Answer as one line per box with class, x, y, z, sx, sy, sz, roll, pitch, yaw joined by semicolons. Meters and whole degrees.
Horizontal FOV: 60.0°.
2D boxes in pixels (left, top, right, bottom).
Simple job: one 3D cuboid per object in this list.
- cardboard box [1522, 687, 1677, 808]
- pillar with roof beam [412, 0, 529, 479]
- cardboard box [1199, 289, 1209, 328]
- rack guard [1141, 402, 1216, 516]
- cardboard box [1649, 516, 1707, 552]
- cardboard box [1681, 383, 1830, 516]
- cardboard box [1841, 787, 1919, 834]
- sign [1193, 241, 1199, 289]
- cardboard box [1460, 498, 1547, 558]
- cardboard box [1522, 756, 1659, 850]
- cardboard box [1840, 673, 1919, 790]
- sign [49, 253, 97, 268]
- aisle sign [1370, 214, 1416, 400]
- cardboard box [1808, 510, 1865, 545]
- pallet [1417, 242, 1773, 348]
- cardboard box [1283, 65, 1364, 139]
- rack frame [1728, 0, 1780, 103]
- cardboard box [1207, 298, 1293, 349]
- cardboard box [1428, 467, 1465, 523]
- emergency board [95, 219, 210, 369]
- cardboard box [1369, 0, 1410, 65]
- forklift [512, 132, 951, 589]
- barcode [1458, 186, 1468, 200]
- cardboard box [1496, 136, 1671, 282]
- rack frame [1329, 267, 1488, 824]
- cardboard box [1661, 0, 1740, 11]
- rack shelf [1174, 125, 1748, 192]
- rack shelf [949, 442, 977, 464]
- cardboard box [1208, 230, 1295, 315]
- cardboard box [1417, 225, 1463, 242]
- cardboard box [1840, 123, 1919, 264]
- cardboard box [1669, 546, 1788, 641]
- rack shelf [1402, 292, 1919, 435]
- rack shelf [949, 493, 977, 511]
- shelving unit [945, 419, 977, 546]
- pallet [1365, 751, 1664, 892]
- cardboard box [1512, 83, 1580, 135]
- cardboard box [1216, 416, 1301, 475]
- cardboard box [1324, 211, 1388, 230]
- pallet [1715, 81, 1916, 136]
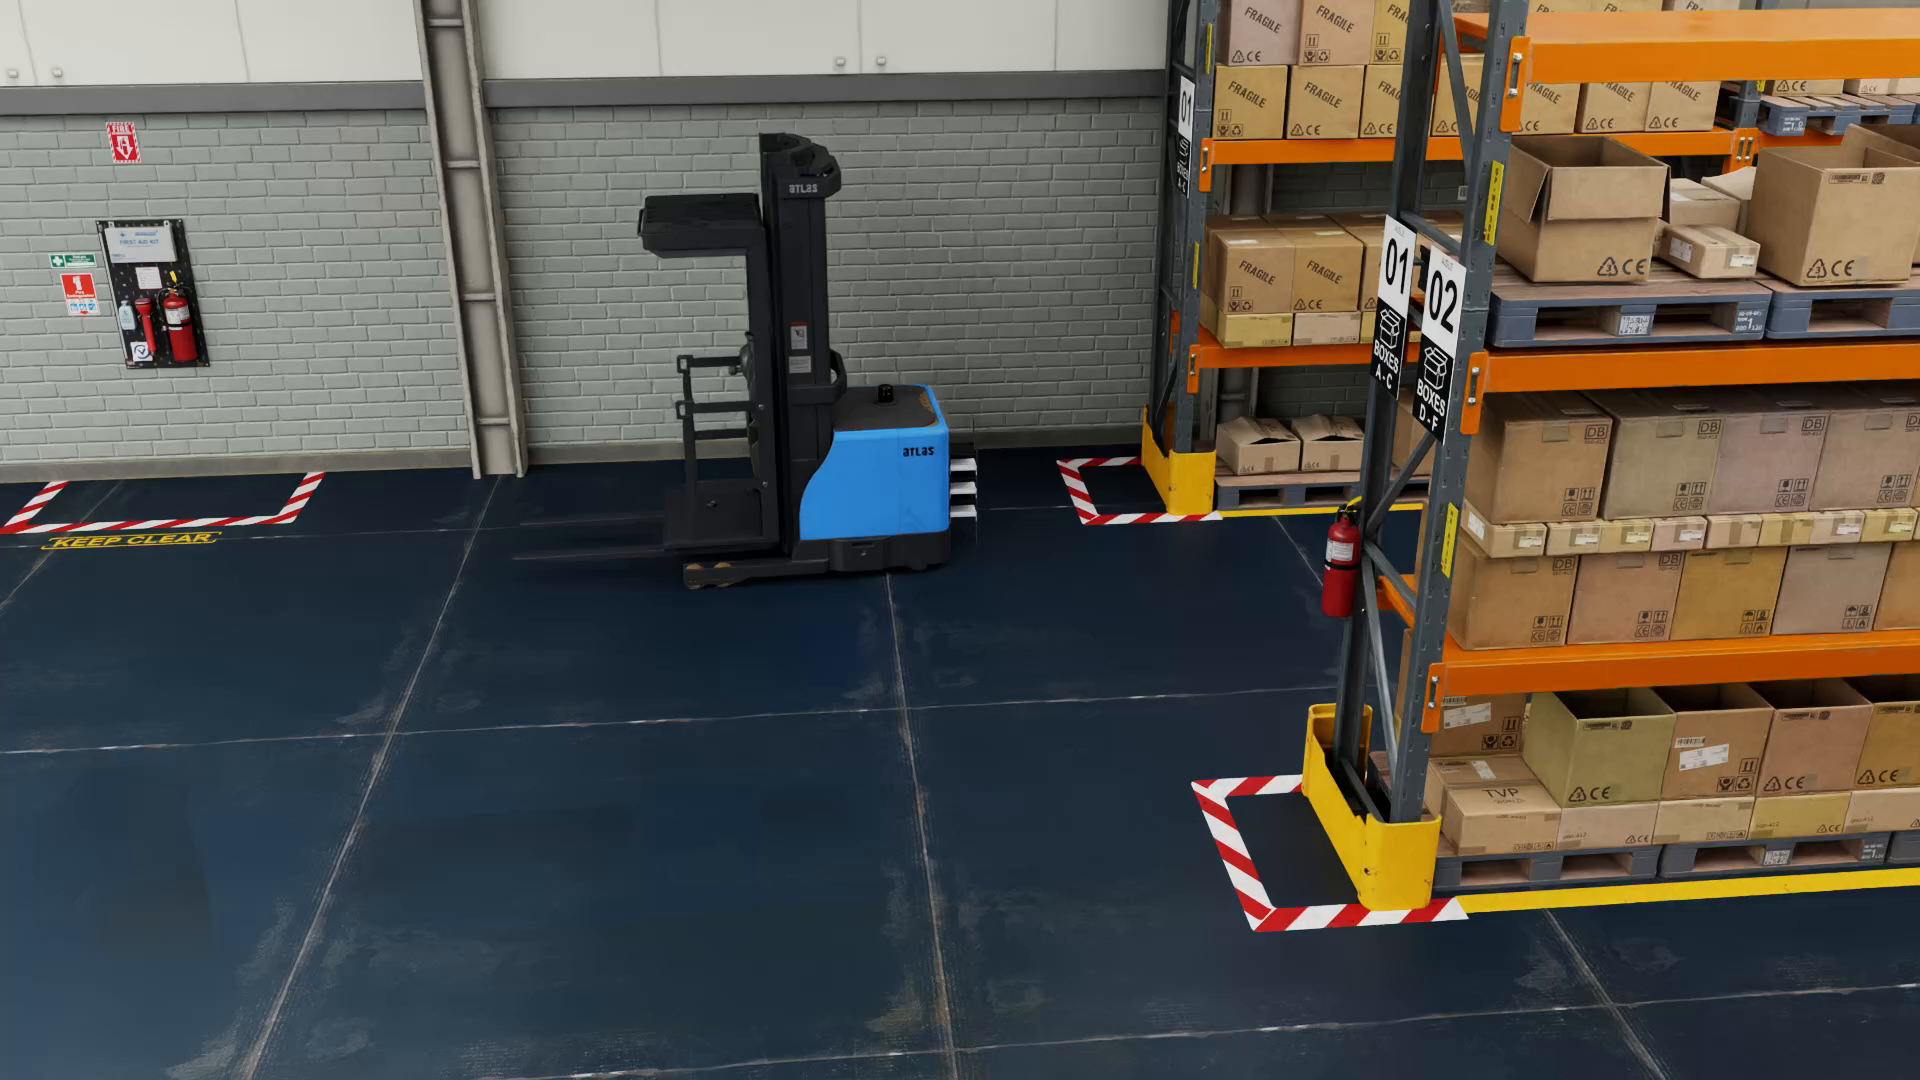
cardboard box;3.179;0.978;8.301;0.500;0.500;0.500;-2;24;-5
pillar with roof beam;-3.301;-2.933;7.770;0.400;9.000;9.100;-2;24;-5
cardboard box;2.081;-1.831;12.837;0.500;0.250;0.500;-2;24;-4
rack guard;1.711;-0.655;13.107;0.348;0.500;1.175;-2;24;-5
cardboard box;3.300;-0.093;7.843;0.250;0.149;0.380;-3;24;-6
cardboard box;3.669;-0.489;7.938;0.500;0.500;0.700;-2;24;-5
cardboard box;4.672;1.262;8.586;0.500;0.250;0.500;-2;24;-5
sign;1.689;-1.970;11.923;0.005;0.325;0.100;-2;24;-5
cardboard box;2.537;-0.062;7.775;0.250;0.149;0.380;-2;24;-6
cardboard box;3.179;1.320;8.455;0.500;0.250;0.500;-2;24;-5
cardboard box;4.670;0.914;8.445;0.500;0.500;0.500;-2;24;-5
sign;-6.742;-2.123;12.637;0.331;0.109;0.001;-2;24;-5
aisle sign;2.032;-1.096;7.821;0.004;0.787;0.394;-2;24;-5
cardboard box;4.067;-0.123;7.913;0.250;0.149;0.380;-2;24;-5
pallet;2.832;-1.140;7.537;1.213;0.211;1.003;-2;24;-5
cardboard box;2.530;-3.139;11.777;0.500;0.500;0.500;-1;24;-2
rack frame;5.616;-4.695;11.733;0.127;3.000;1.000;-2;24;-5
cardboard box;2.152;-1.625;12.374;0.500;0.250;0.500;-3;24;-7
cardboard box;2.487;-0.226;8.144;0.250;0.149;0.380;-3;24;-6
emergency board;-6.187;-1.849;12.716;0.643;1.169;0.194;-2;24;-5
cardboard box;3.055;-3.618;11.625;0.500;0.500;0.500;-2;24;-4
forklift;-1.626;-1.231;11.412;3.031;2.935;1.130;-3;24;-8
barcode;2.379;-1.635;7.827;0.075;0.075;0.001;-2;24;-5
cardboard box;2.698;-1.487;7.392;0.637;0.503;0.797;-1;24;-1
rack frame;2.126;0.208;8.088;0.127;3.000;1.000;-2;24;-5
cardboard box;5.144;-3.706;11.823;0.500;0.500;0.500;-4;24;-10
rack shelf;3.625;-2.916;12.309;4.000;0.370;1.077;-2;24;-5
rack shelf;0.008;-0.628;11.972;0.200;0.077;0.258;-2;24;-5
cardboard box;2.140;-1.975;12.236;0.500;0.500;0.500;-2;24;-5
cardboard box;3.660;-2.034;12.369;0.500;0.500;0.500;-2;24;-3
cardboard box;4.455;-1.610;7.670;0.637;0.503;0.797;0;24;1
cardboard box;3.608;0.109;8.189;0.500;0.500;0.700;-2;24;-5
rack shelf;4.116;-0.913;7.805;4.000;0.370;1.077;-2;24;-5
rack shelf;0.008;-0.299;12.118;0.200;0.077;0.258;-2;24;-5
shelving unit;0.008;-0.412;12.068;0.210;0.900;0.258;-2;24;-5
pallet;2.883;1.435;8.761;1.213;0.211;1.003;-2;24;-5
cardboard box;4.085;-3.206;11.930;0.500;0.500;0.500;-3;24;-7
cardboard box;2.333;-0.757;13.030;0.500;0.311;0.500;-5;24;-11
cardboard box;3.099;-2.220;12.789;0.500;0.500;0.500;-3;24;-7
pallet;6.241;-3.220;12.339;1.003;0.211;1.213;-2;24;-5
